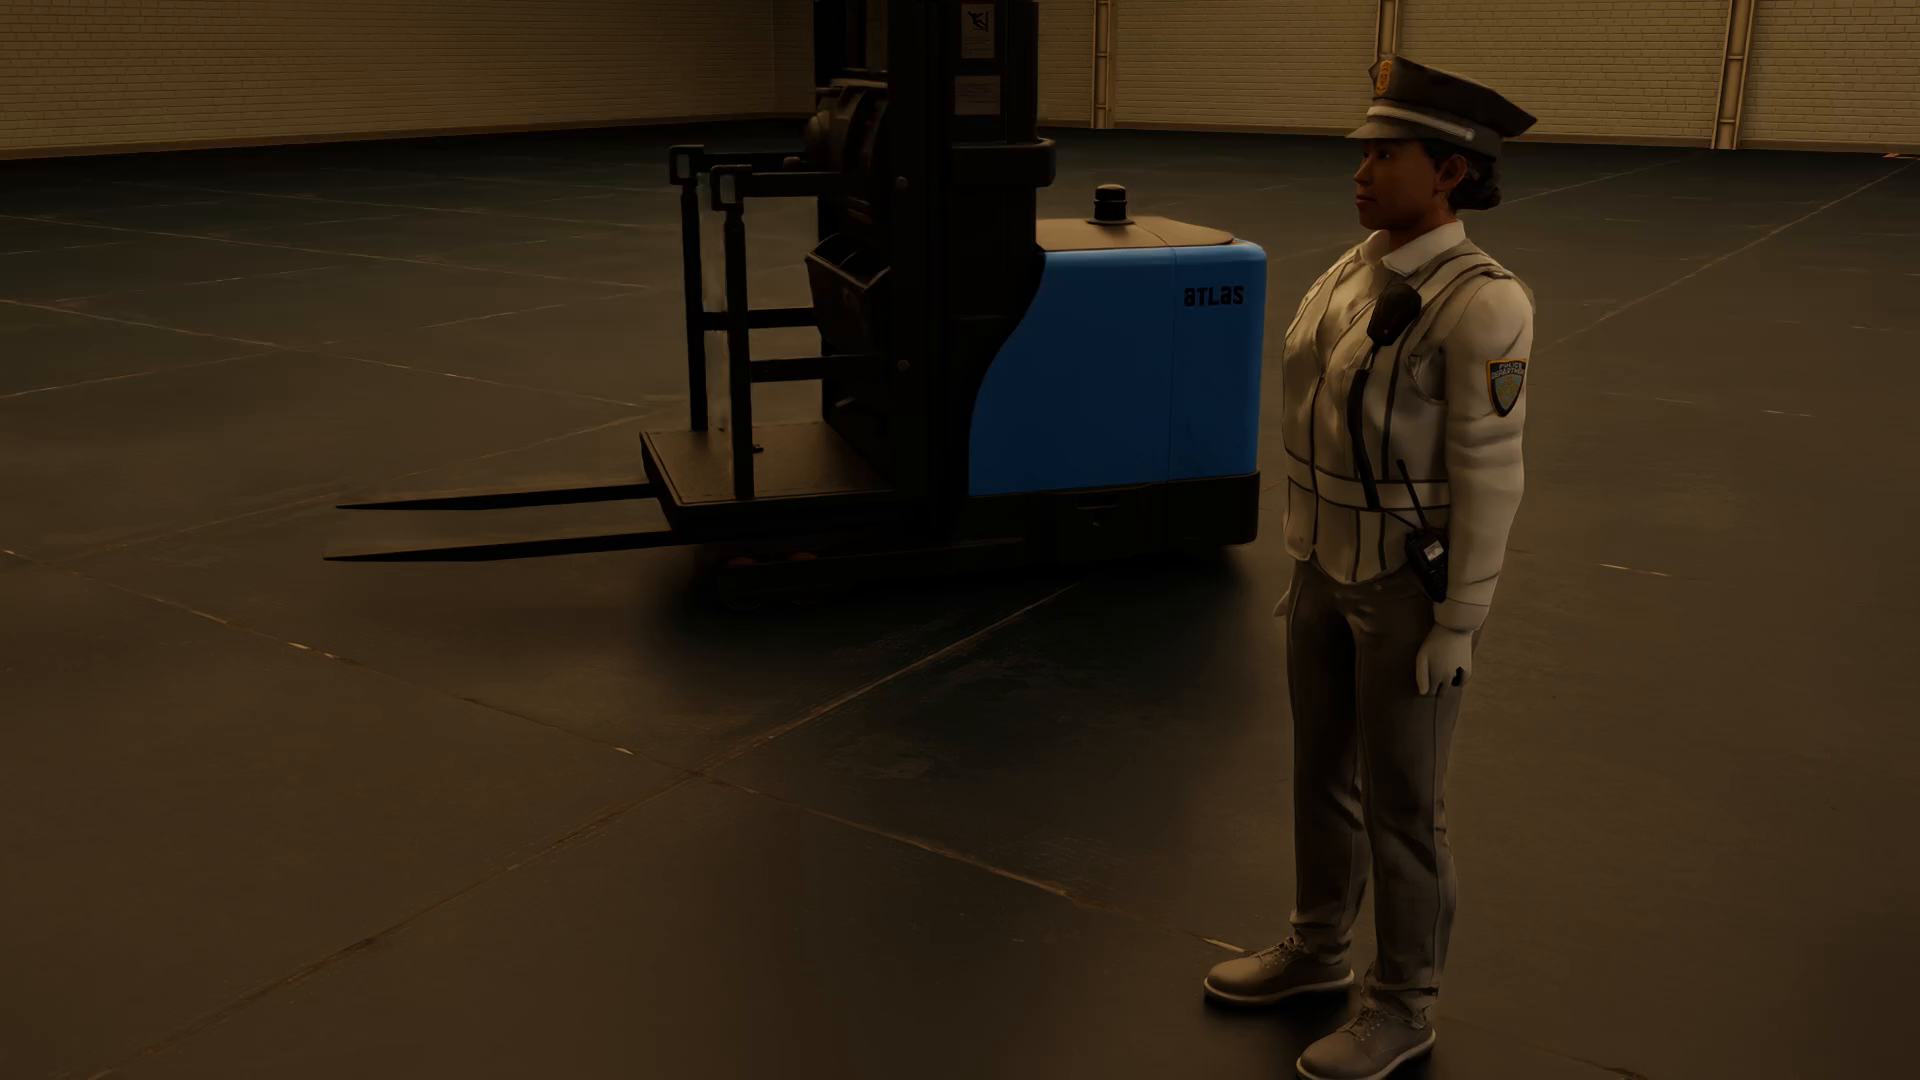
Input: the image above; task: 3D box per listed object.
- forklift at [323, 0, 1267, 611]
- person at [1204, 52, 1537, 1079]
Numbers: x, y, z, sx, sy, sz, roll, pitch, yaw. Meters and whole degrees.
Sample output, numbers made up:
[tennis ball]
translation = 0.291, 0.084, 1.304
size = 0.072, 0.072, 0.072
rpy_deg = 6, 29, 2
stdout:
[forklift]
translation = -0.553, -1.350, 5.346
size = 3.031, 2.935, 1.130
rpy_deg = -5, 17, -16
[person]
translation = 0.689, 0.075, 2.752
size = 0.355, 1.694, 0.464
rpy_deg = -7, 18, -21
